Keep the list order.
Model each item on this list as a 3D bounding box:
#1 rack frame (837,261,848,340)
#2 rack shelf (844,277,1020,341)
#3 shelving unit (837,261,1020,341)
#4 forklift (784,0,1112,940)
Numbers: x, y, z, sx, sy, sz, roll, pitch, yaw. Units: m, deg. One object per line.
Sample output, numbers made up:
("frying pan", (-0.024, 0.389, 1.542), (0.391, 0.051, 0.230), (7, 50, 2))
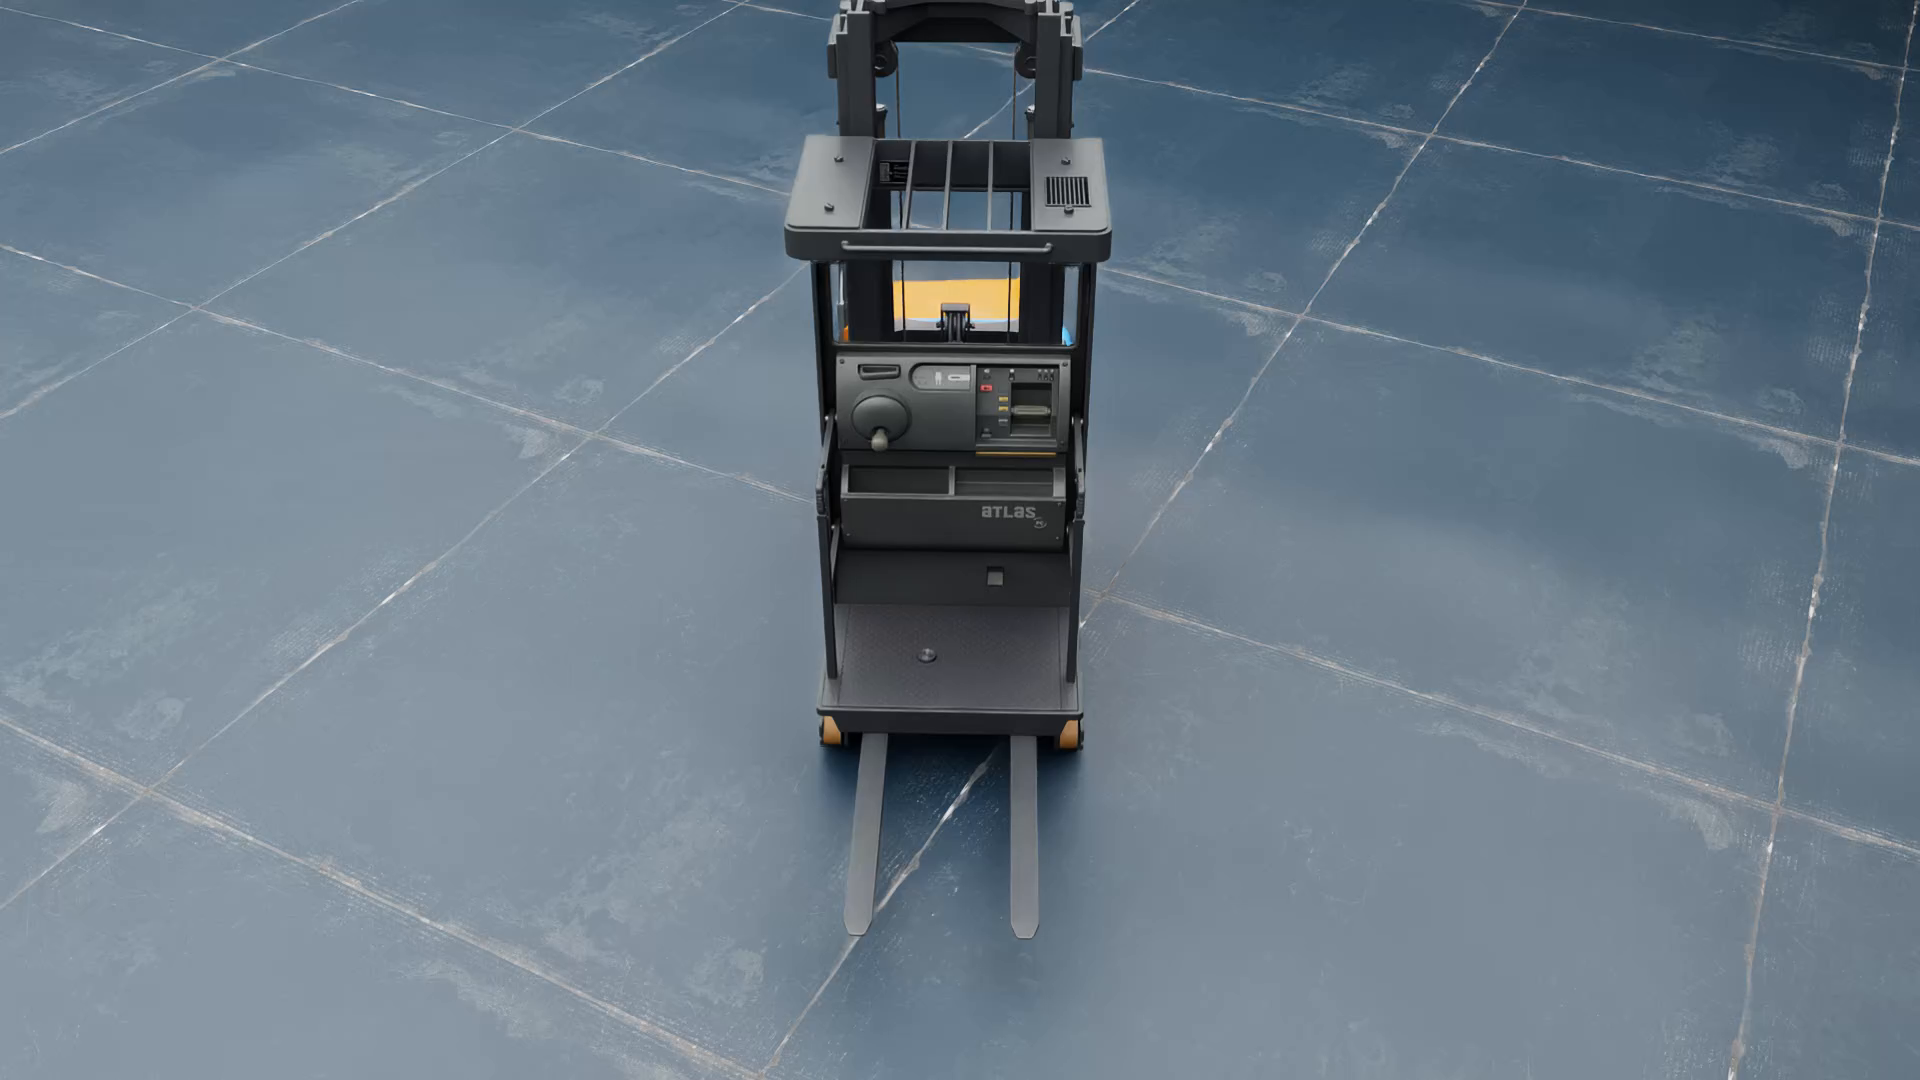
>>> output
("rack frame", (-0.576, -0.818, 8.397), (0.032, 1.125, 0.500), (-2, 37, -2))
("rack shelf", (-0.069, -1.067, 8.241), (1.000, 0.278, 0.538), (-2, 37, -2))
("shelving unit", (-0.069, -0.834, 8.418), (1.048, 1.125, 0.538), (-2, 37, -2))
("forklift", (-0.030, -0.474, 6.450), (1.130, 2.935, 3.031), (1, 37, 1))
